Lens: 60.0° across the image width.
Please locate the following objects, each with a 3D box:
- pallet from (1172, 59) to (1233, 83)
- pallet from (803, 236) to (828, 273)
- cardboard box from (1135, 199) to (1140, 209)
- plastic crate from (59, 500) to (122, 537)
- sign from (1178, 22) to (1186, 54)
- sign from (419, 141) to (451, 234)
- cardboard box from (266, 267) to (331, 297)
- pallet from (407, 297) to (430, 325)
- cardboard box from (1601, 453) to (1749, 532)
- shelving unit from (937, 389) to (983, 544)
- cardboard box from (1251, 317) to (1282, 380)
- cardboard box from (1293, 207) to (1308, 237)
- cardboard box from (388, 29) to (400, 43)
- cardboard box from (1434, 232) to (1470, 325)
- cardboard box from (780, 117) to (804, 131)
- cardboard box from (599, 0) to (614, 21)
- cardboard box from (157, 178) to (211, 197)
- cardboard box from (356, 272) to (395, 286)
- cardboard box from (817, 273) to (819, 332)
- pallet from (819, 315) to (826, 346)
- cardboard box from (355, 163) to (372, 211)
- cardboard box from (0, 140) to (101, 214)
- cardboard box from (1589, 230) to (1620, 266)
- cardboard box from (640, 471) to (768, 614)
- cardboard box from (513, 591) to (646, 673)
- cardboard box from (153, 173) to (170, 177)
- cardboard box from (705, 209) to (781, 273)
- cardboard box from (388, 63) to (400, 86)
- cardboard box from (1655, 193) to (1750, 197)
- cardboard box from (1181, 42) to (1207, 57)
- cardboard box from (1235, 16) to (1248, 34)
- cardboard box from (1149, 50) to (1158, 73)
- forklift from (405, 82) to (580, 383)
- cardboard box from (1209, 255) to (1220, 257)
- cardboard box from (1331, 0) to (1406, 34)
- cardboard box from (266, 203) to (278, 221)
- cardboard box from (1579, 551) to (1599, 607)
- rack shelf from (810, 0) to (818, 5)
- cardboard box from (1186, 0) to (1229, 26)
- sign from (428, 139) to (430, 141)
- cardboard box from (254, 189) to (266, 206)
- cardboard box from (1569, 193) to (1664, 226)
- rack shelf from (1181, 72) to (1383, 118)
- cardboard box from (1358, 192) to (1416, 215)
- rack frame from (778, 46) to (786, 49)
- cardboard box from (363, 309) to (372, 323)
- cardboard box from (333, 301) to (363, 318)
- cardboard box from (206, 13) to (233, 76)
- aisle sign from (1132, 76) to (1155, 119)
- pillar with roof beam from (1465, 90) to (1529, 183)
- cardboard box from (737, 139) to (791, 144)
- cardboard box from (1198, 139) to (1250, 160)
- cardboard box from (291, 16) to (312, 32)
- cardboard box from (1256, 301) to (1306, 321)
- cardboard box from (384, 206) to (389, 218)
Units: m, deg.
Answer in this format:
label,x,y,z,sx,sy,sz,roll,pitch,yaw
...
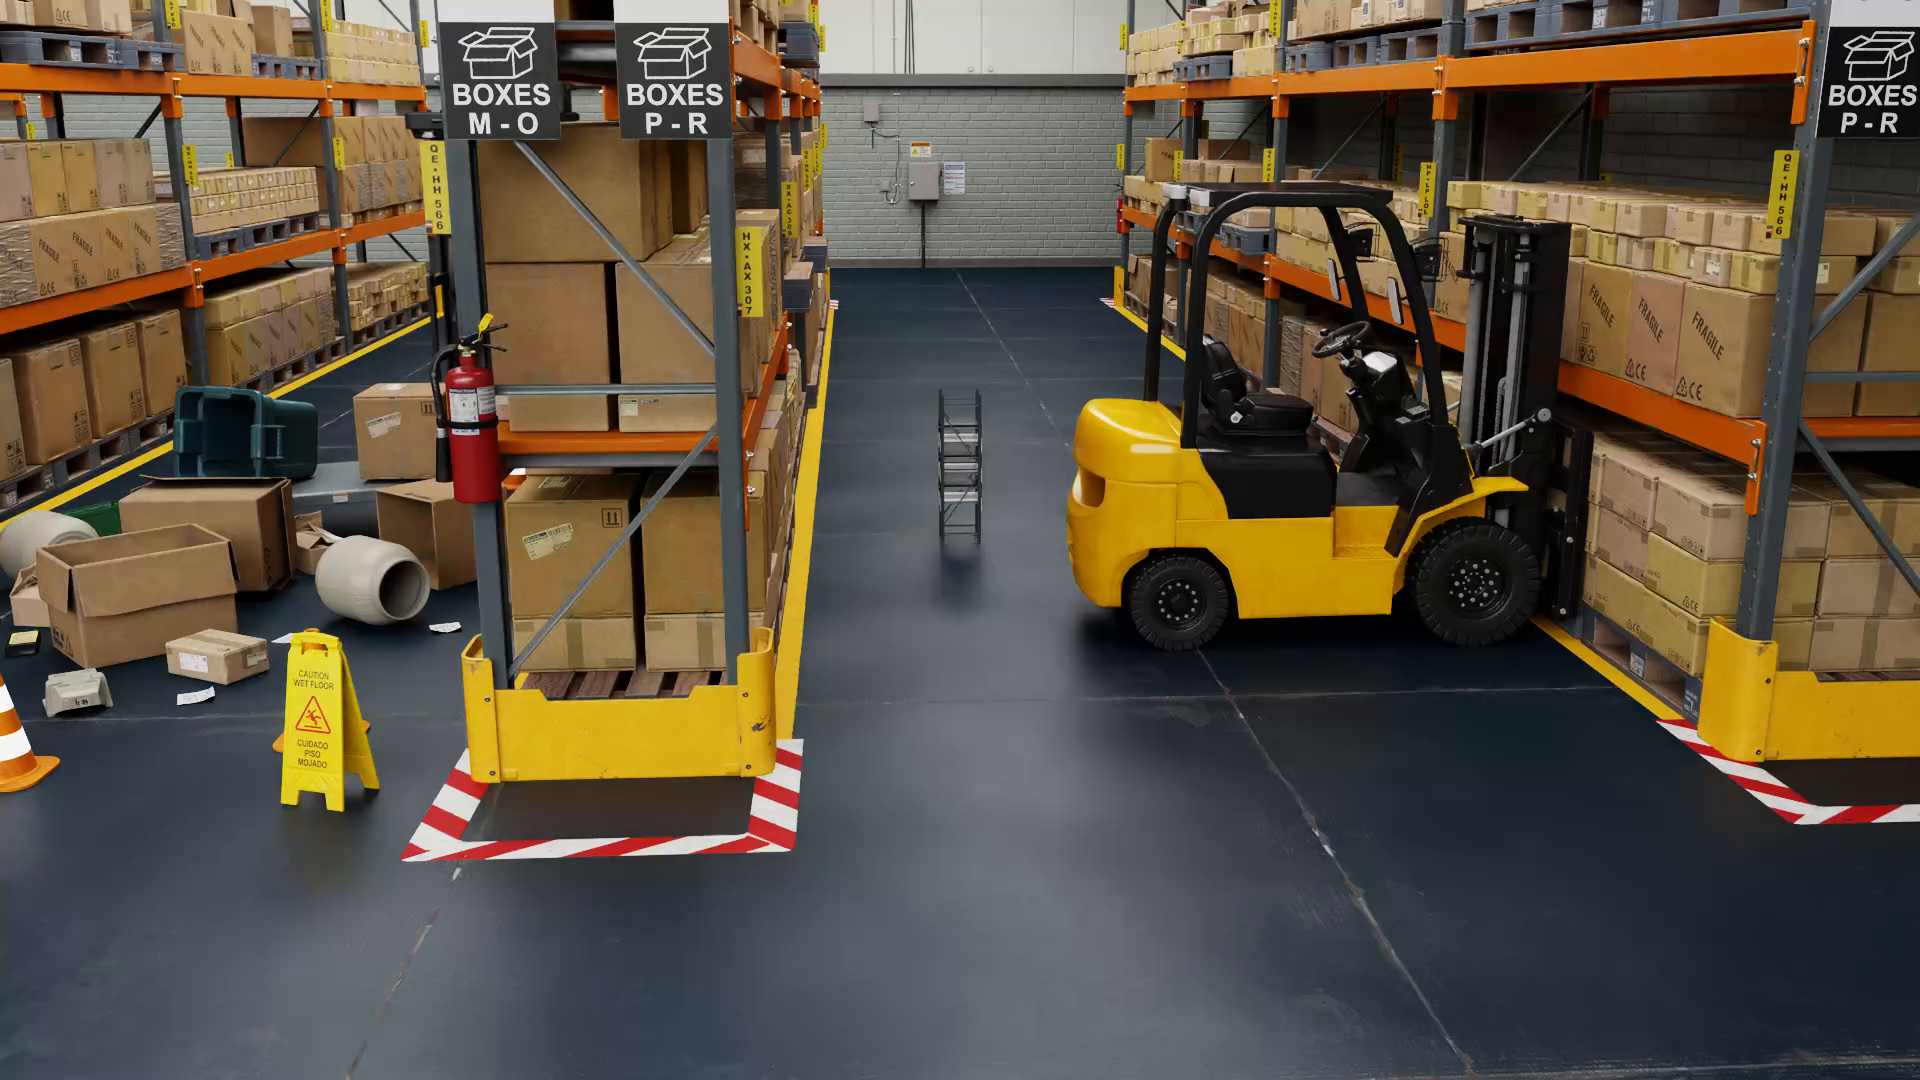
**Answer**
label,x,y,z,sx,sy,sz,roll,pitch,yaw
pallet,2.866,-4.811,17.062,1.213,0.211,1.003,-1,14,-3
pallet,-1.660,-2.272,13.221,1.213,0.211,1.003,-1,14,-3
cardboard box,2.456,-4.337,21.368,0.380,0.149,0.250,-1,14,-2
plastic crate,-5.179,-0.087,9.872,0.450,0.188,0.662,-4,11,28
sign,2.354,-5.305,17.569,0.100,0.325,0.005,-1,14,-3
sign,-1.870,-1.261,5.949,0.100,0.325,0.005,-1,14,-3
cardboard box,-6.694,-2.608,16.812,0.500,0.250,0.500,-1,14,-5
pallet,-7.221,-2.856,20.704,1.003,0.211,1.213,-1,14,-3
cardboard box,3.262,-0.221,7.533,0.500,0.250,0.500,-1,14,-2
shelving unit,0.000,-0.438,9.922,0.258,0.900,0.210,-1,14,-3
cardboard box,2.903,-1.712,14.836,0.500,0.500,0.500,0,14,-2
cardboard box,2.957,-2.549,13.210,0.500,0.250,0.500,0,14,-2
cardboard box,-6.868,-5.975,19.706,0.380,0.149,0.250,-1,14,-3
cardboard box,3.158,-1.557,9.857,0.500,0.500,0.500,-1,14,-5
cardboard box,-1.819,-4.464,17.849,0.380,0.149,0.250,-1,14,-4
cardboard box,-1.596,-2.158,6.879,0.380,0.149,0.250,-1,14,-3
cardboard box,-6.599,-2.993,14.108,0.380,0.149,0.250,-1,14,-5
cardboard box,-6.923,-3.087,19.689,0.380,0.149,0.250,-1,14,-5
cardboard box,-1.940,-2.556,17.364,0.875,0.875,0.875,0,14,-2
pallet,-2.028,-2.375,18.833,1.003,0.211,1.213,-1,14,-3
cardboard box,-6.810,-3.876,18.273,0.500,0.500,0.500,-1,14,-3
cardboard box,-6.660,-2.606,11.929,0.700,0.500,0.500,-1,14,-4
cardboard box,3.234,-1.391,7.912,0.380,0.149,0.250,-1,14,-3
cardboard box,-1.091,0.004,7.163,0.500,0.500,0.500,-1,14,-5
cardboard box,-1.635,0.375,7.225,0.500,0.250,0.500,-1,14,-4
cardboard box,-7.311,-3.245,15.086,0.380,0.149,0.250,0,14,-1
cardboard box,-1.287,-1.631,9.549,0.500,0.500,0.500,-1,14,-5
cardboard box,-6.892,-5.449,19.466,0.500,0.250,0.500,0,14,-1
cardboard box,3.744,-1.672,8.407,0.380,0.149,0.250,0,14,-2
cardboard box,2.517,-5.115,17.327,0.380,0.149,0.250,-1,14,-3
cardboard box,2.746,-4.739,15.308,0.380,0.149,0.250,-1,14,-3
cardboard box,2.529,-5.635,19.592,0.500,0.250,0.500,-1,14,-4
forklift,-3.345,-2.088,12.258,1.130,2.935,3.031,-1,14,-3
cardboard box,2.713,-2.971,17.829,0.380,0.149,0.250,-1,14,-4
cardboard box,3.008,-3.934,12.031,0.500,0.500,0.500,-1,14,-2
cardboard box,-6.687,-3.096,15.699,0.380,0.149,0.250,0,14,-1
cardboard box,3.251,0.140,8.139,0.500,0.250,0.500,-1,14,-3
rack shelf,-2.182,-6.396,19.071,1.077,0.370,4.000,-1,14,-3
cardboard box,2.566,-5.460,17.239,0.396,0.266,0.258,-1,14,-4
sign,-6.685,-5.146,21.048,0.100,0.325,0.005,-1,14,-3
cardboard box,-6.676,-3.175,15.411,0.380,0.149,0.250,0,14,-1
cardboard box,3.307,-1.665,8.378,0.380,0.149,0.250,-1,14,-3
rack shelf,3.019,-4.219,15.830,1.077,0.370,4.000,-1,14,-3
cardboard box,3.040,-2.384,11.771,0.380,0.149,0.250,-1,14,-3
rack frame,-1.811,-5.446,13.132,1.000,3.000,0.127,-1,14,-3
cardboard box,-6.778,-2.479,18.520,0.380,0.149,0.250,-1,14,-4
cardboard box,-6.696,-2.495,17.987,0.380,0.149,0.250,0,14,-1
cardboard box,-6.553,-4.210,14.149,0.500,0.500,0.500,-1,14,-3
aisle sign,2.350,-5.879,21.638,0.394,0.787,0.004,-1,14,-3
pillar with roof beam,-0.173,-5.146,11.969,9.100,9.000,0.400,-1,14,-3
cardboard box,-1.428,-2.848,12.132,0.380,0.149,0.250,-2,15,-6
cardboard box,3.069,-4.422,19.391,0.500,0.500,0.500,-1,14,-5
cardboard box,-6.769,-5.325,17.180,0.380,0.149,0.250,-1,14,-4
cardboard box,2.860,-2.044,14.821,0.380,0.149,0.250,-2,15,-6
cardboard box,-6.914,-3.842,19.445,0.380,0.149,0.250,-1,14,-2
